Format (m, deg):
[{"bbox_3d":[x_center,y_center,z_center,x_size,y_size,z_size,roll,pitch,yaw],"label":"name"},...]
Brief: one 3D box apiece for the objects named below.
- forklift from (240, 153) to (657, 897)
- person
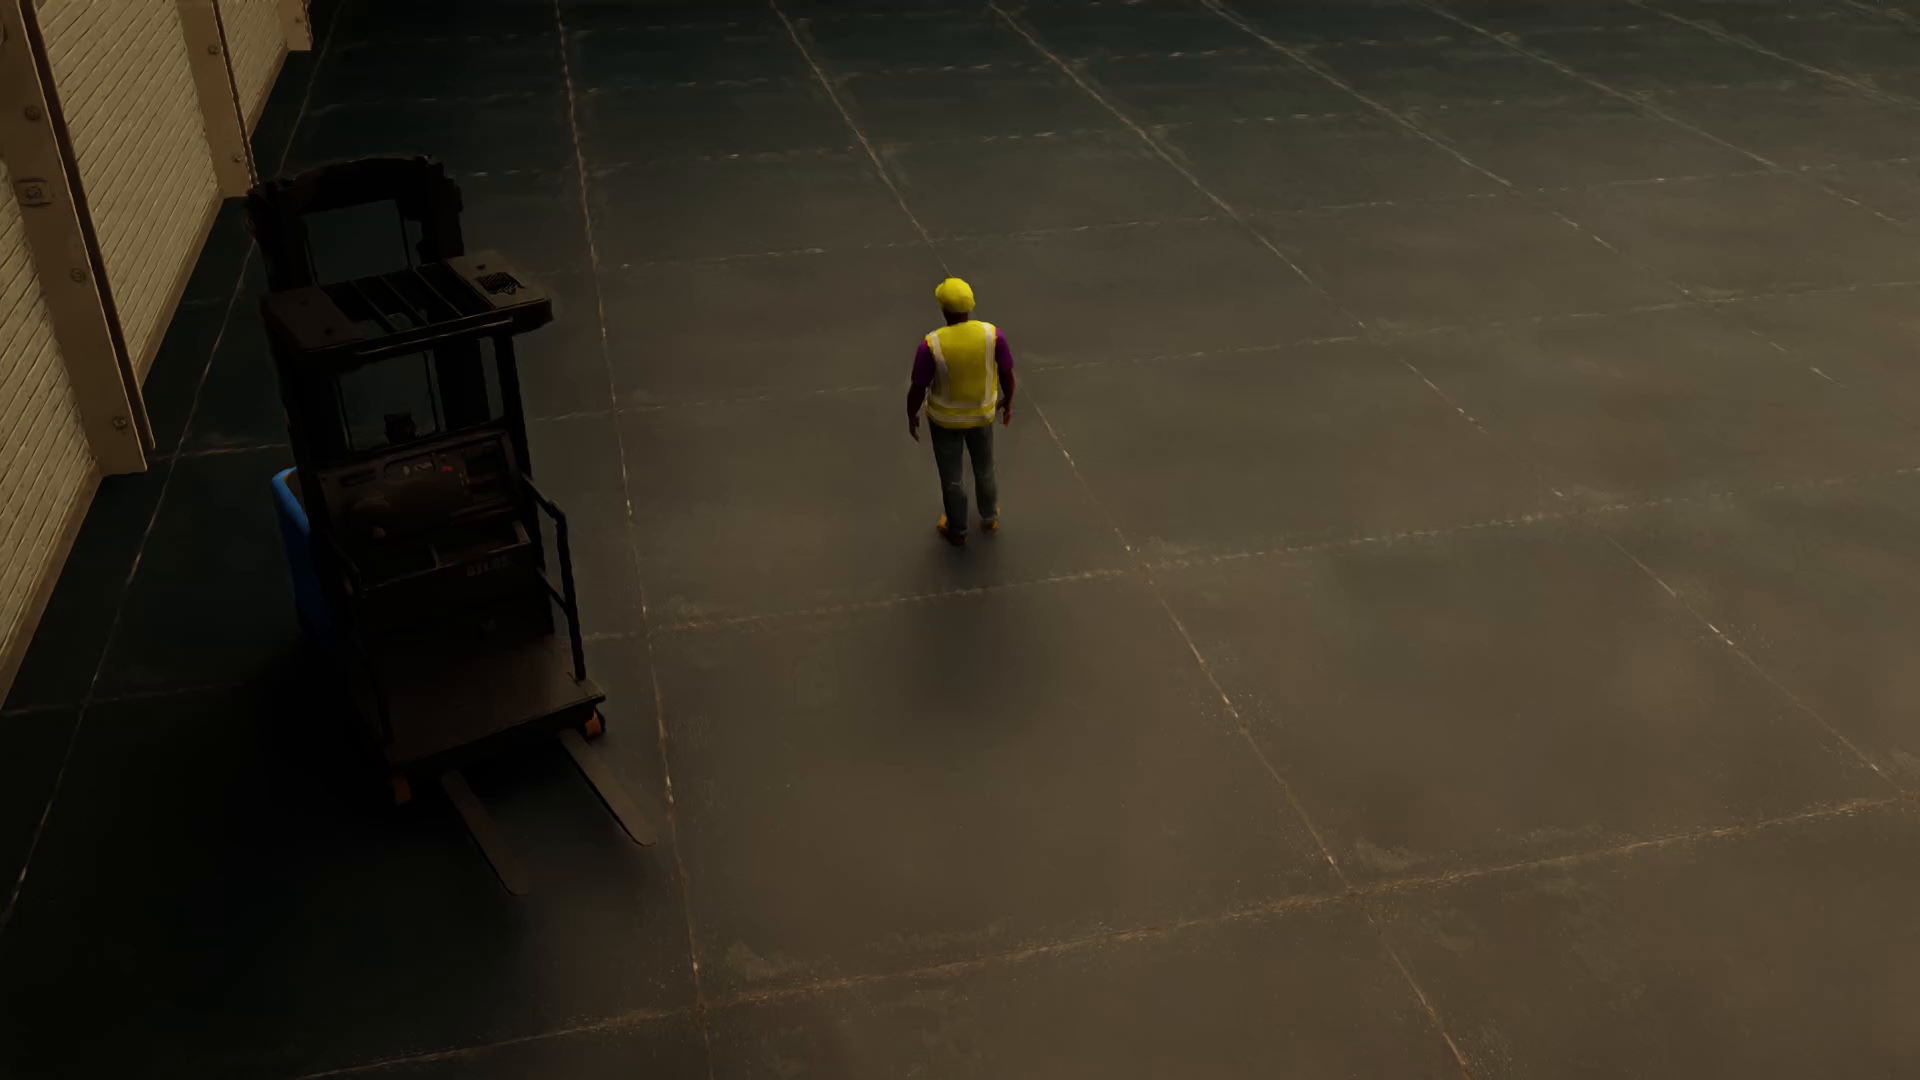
[{"bbox_3d":[-2.510,-0.225,7.964,1.130,2.935,3.031,-18,35,-29],"label":"forklift"},{"bbox_3d":[-0.011,-0.805,10.114,0.665,1.766,0.576,-7,31,-12],"label":"person"}]
